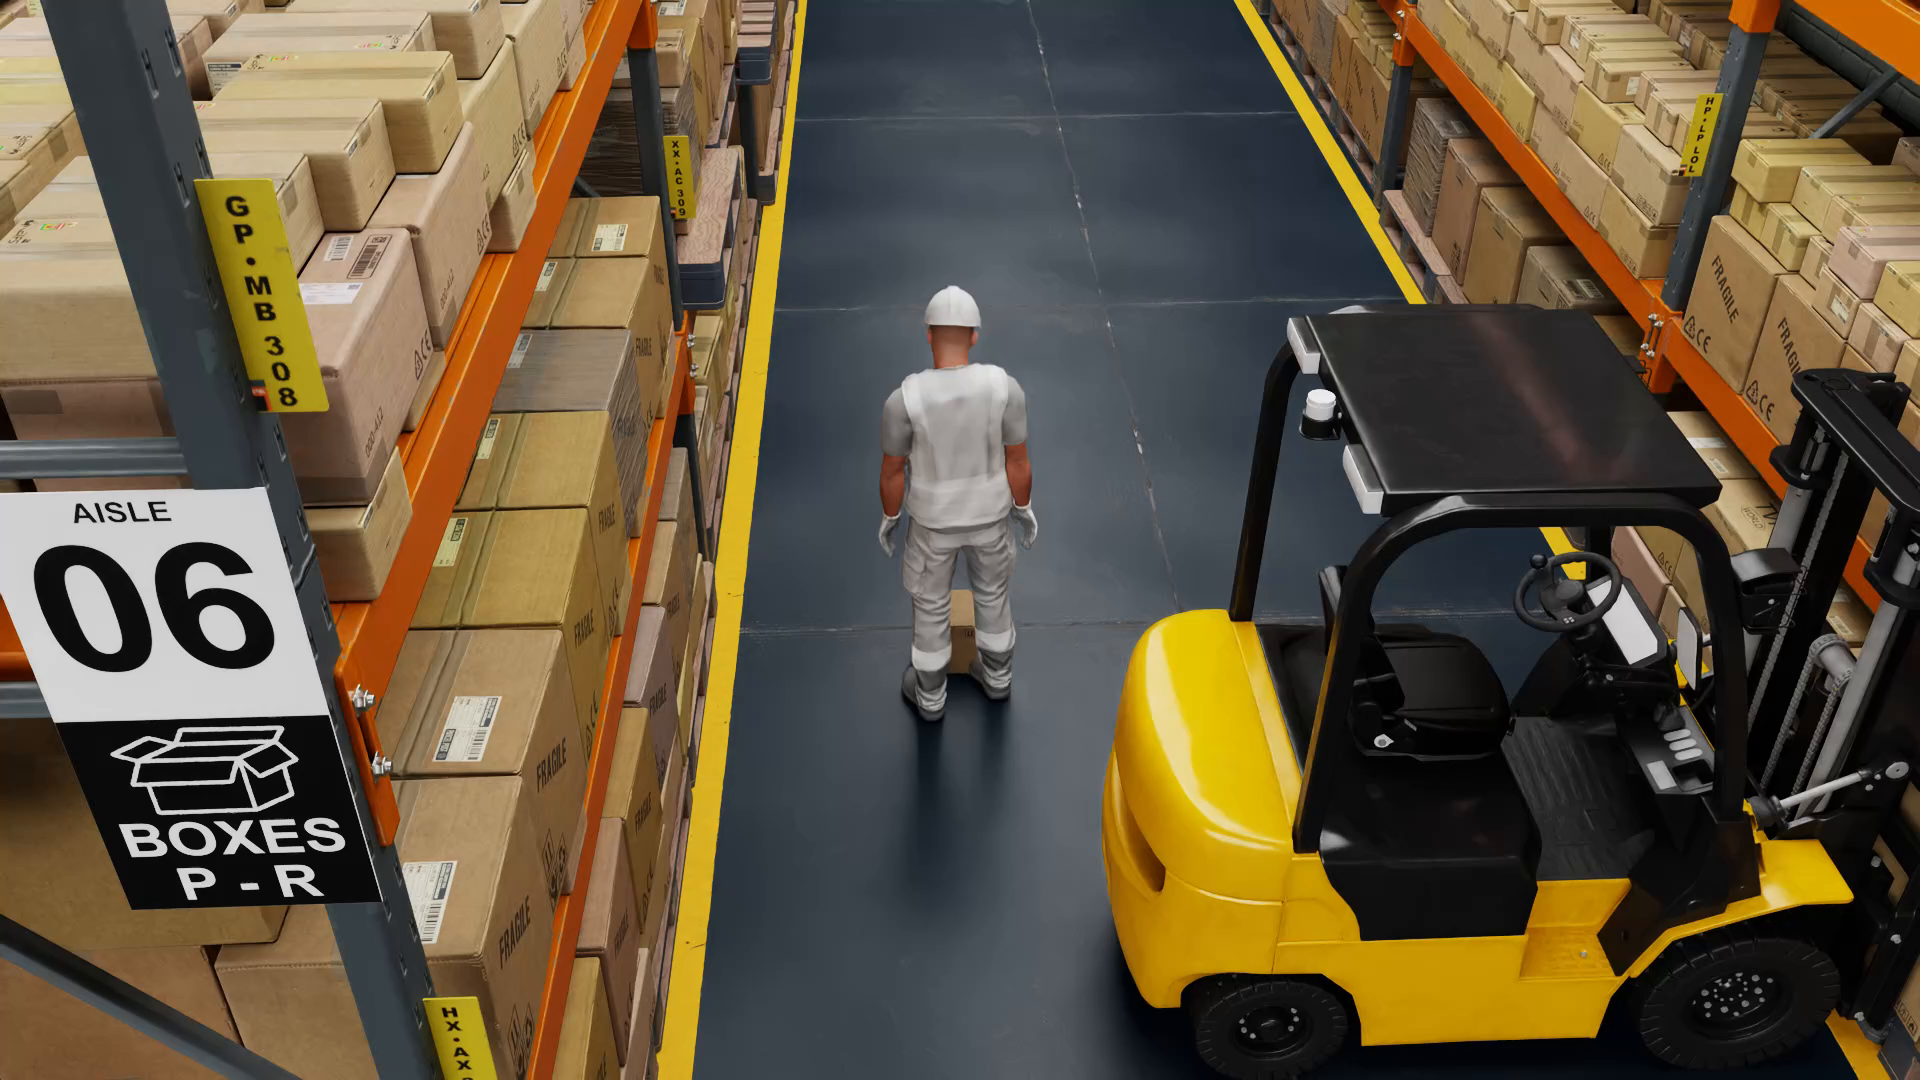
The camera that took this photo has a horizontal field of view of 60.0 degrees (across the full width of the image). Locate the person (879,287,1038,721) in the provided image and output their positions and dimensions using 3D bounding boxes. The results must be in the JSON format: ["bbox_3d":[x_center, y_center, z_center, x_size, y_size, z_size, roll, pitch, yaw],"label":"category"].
[{"bbox_3d":[-0.021,-0.115,6.262,0.592,1.772,0.411,-7,35,-10],"label":"person"}]
